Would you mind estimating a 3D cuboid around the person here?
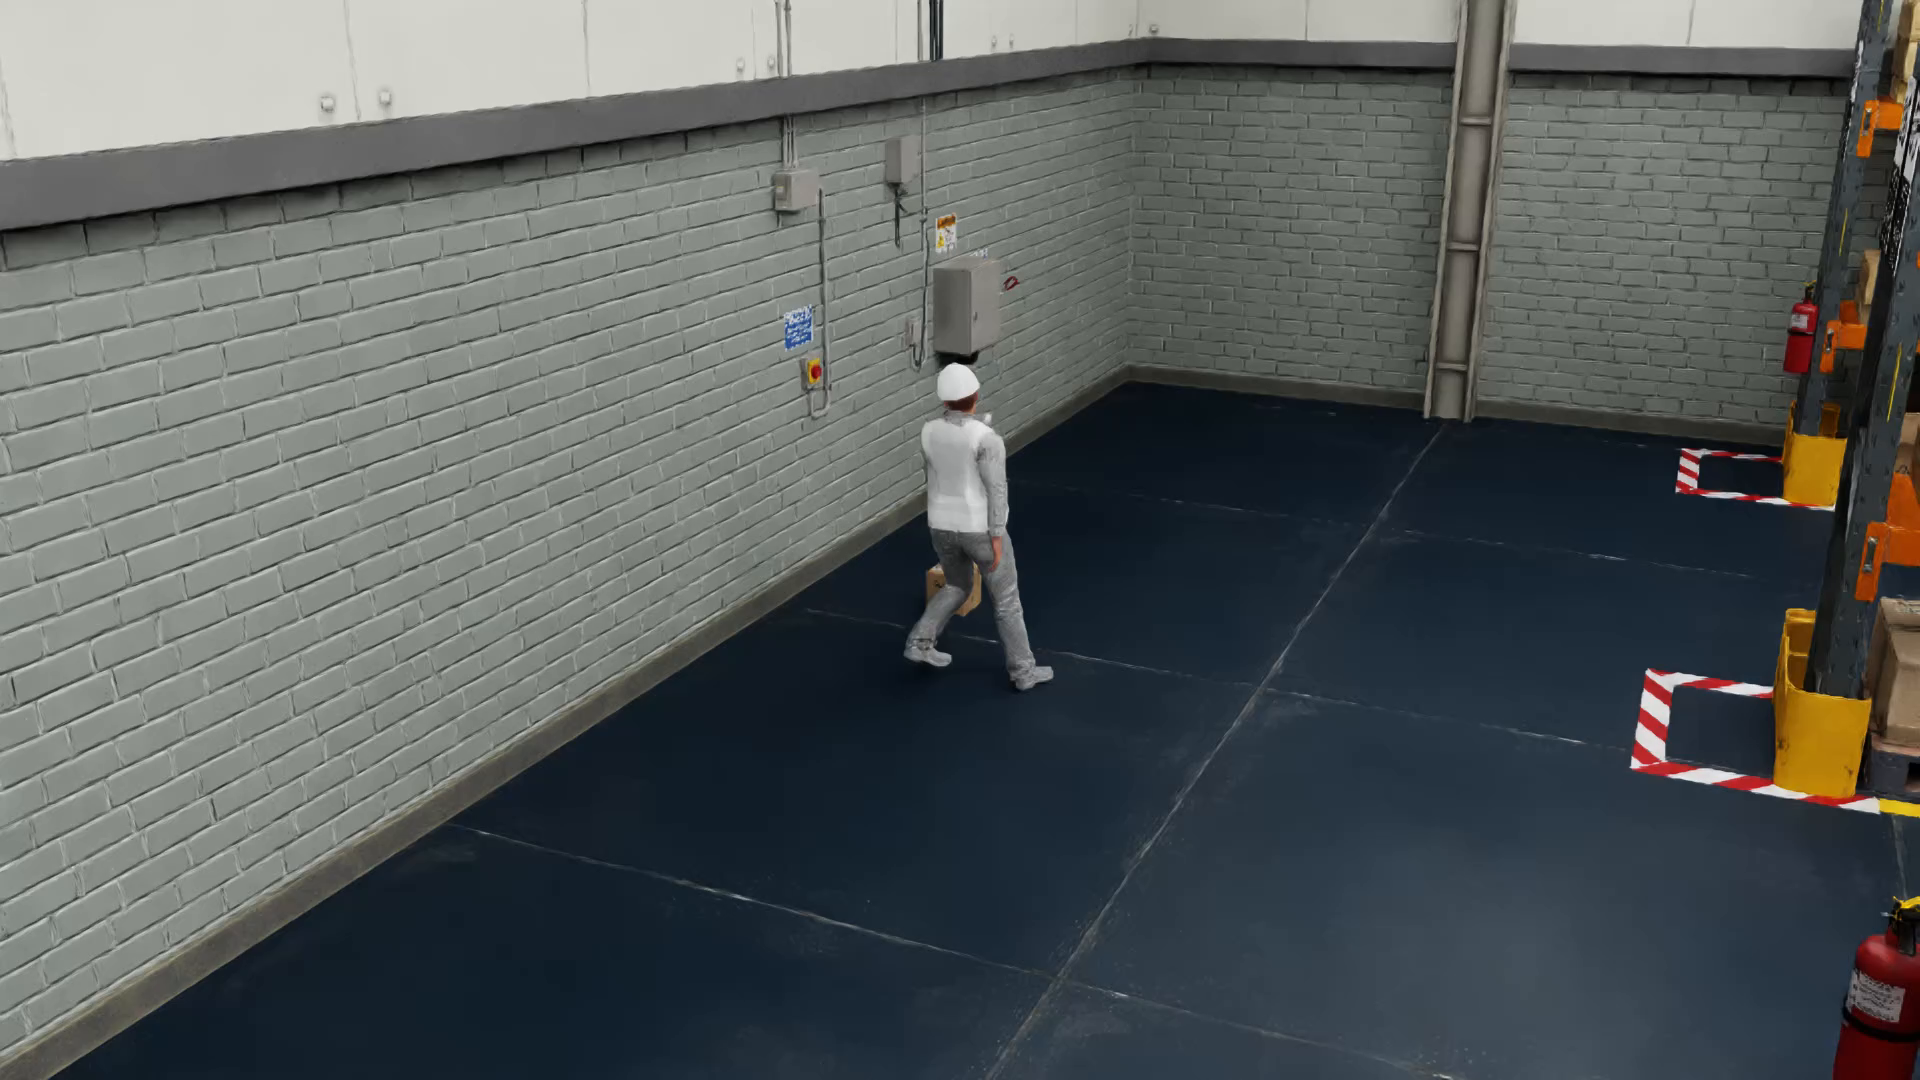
[{"bbox_3d":[0.122,-0.070,8.776,0.714,1.749,0.582,10,21,26],"label":"person"}]
